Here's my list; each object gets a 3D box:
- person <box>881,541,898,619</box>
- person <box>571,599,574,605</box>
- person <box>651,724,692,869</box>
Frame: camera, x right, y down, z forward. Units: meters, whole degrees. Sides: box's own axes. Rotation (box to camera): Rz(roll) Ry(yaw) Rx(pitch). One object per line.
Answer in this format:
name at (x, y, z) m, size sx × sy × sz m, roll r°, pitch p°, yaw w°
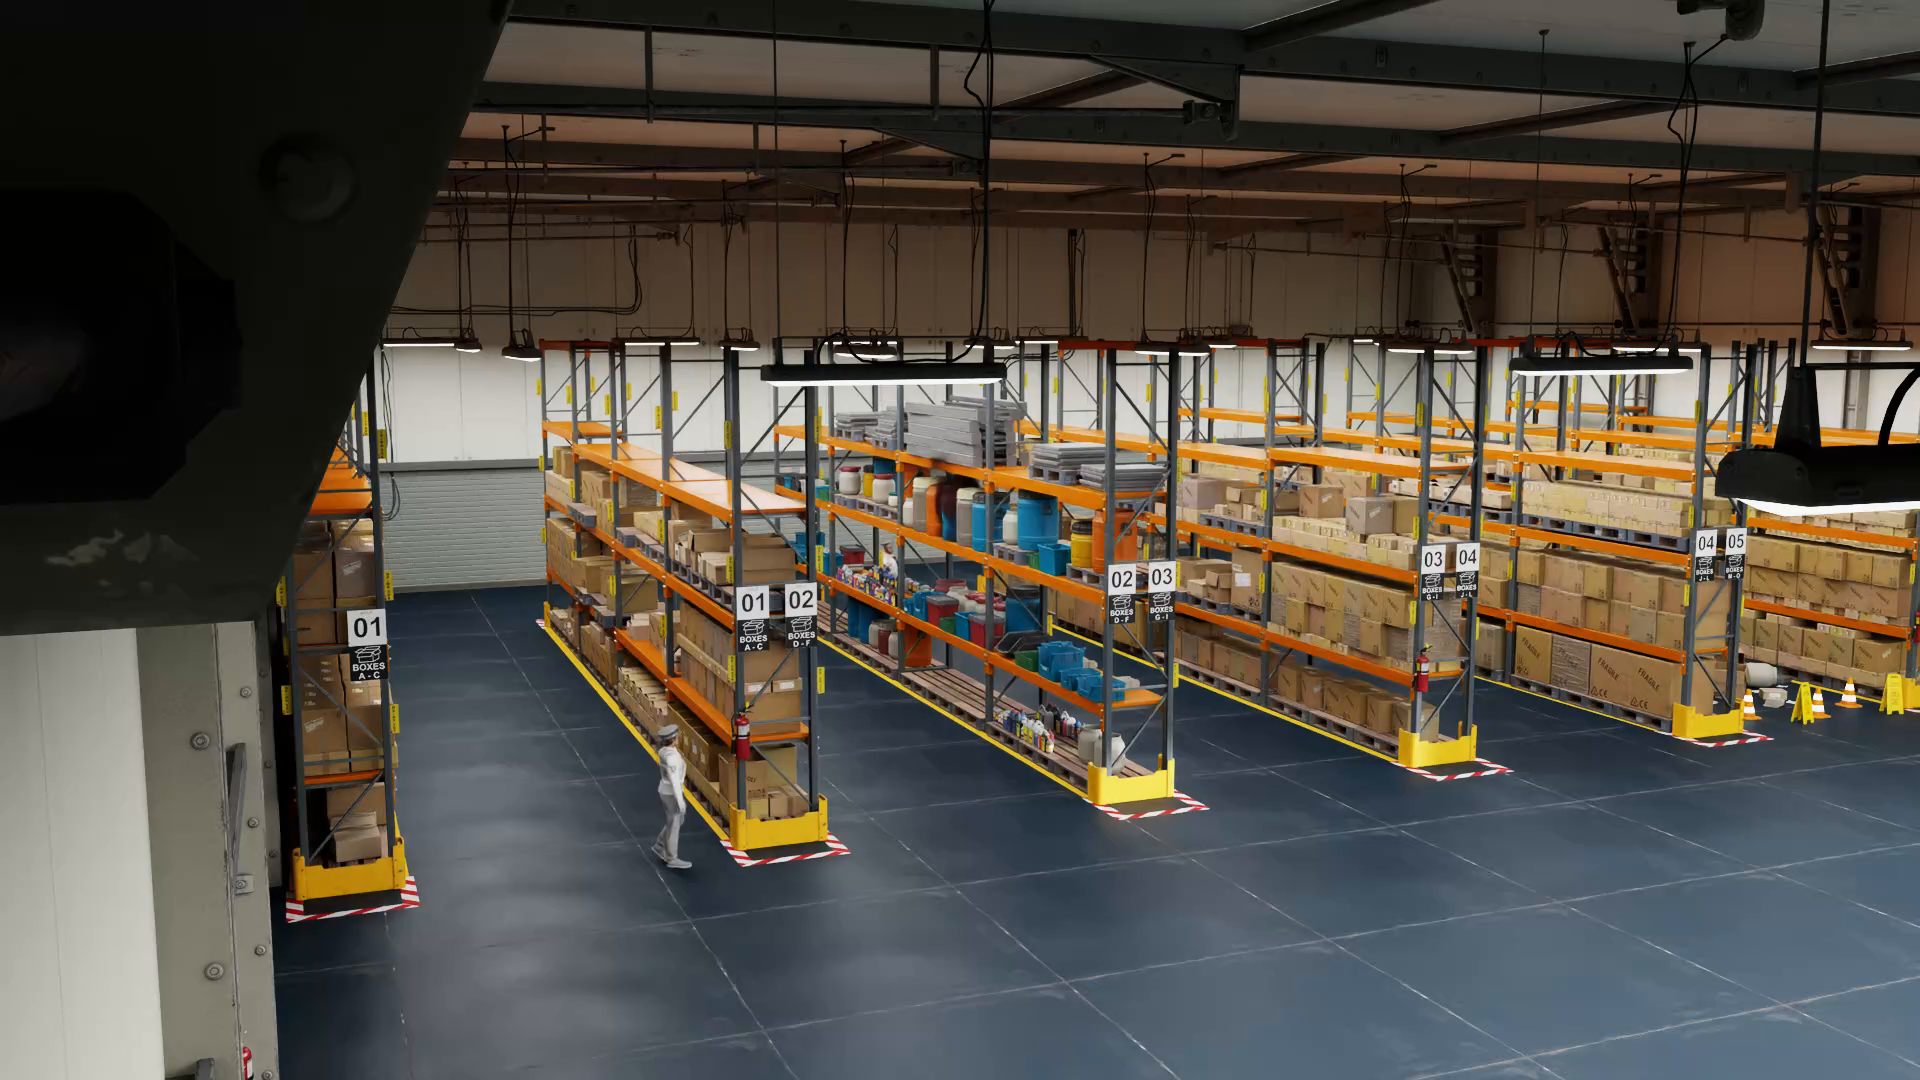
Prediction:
person at (-1.465, 0.897, 35.167) m, size 0.550 × 1.793 × 0.584 m, roll 2°, pitch 8°, yaw 13°
person at (-8.126, 0.741, 36.682) m, size 0.994 × 1.686 × 0.614 m, roll 4°, pitch 9°, yaw 30°
person at (-3.373, 2.987, 19.411) m, size 0.434 × 1.691 × 0.543 m, roll -2°, pitch 8°, yaw -12°
